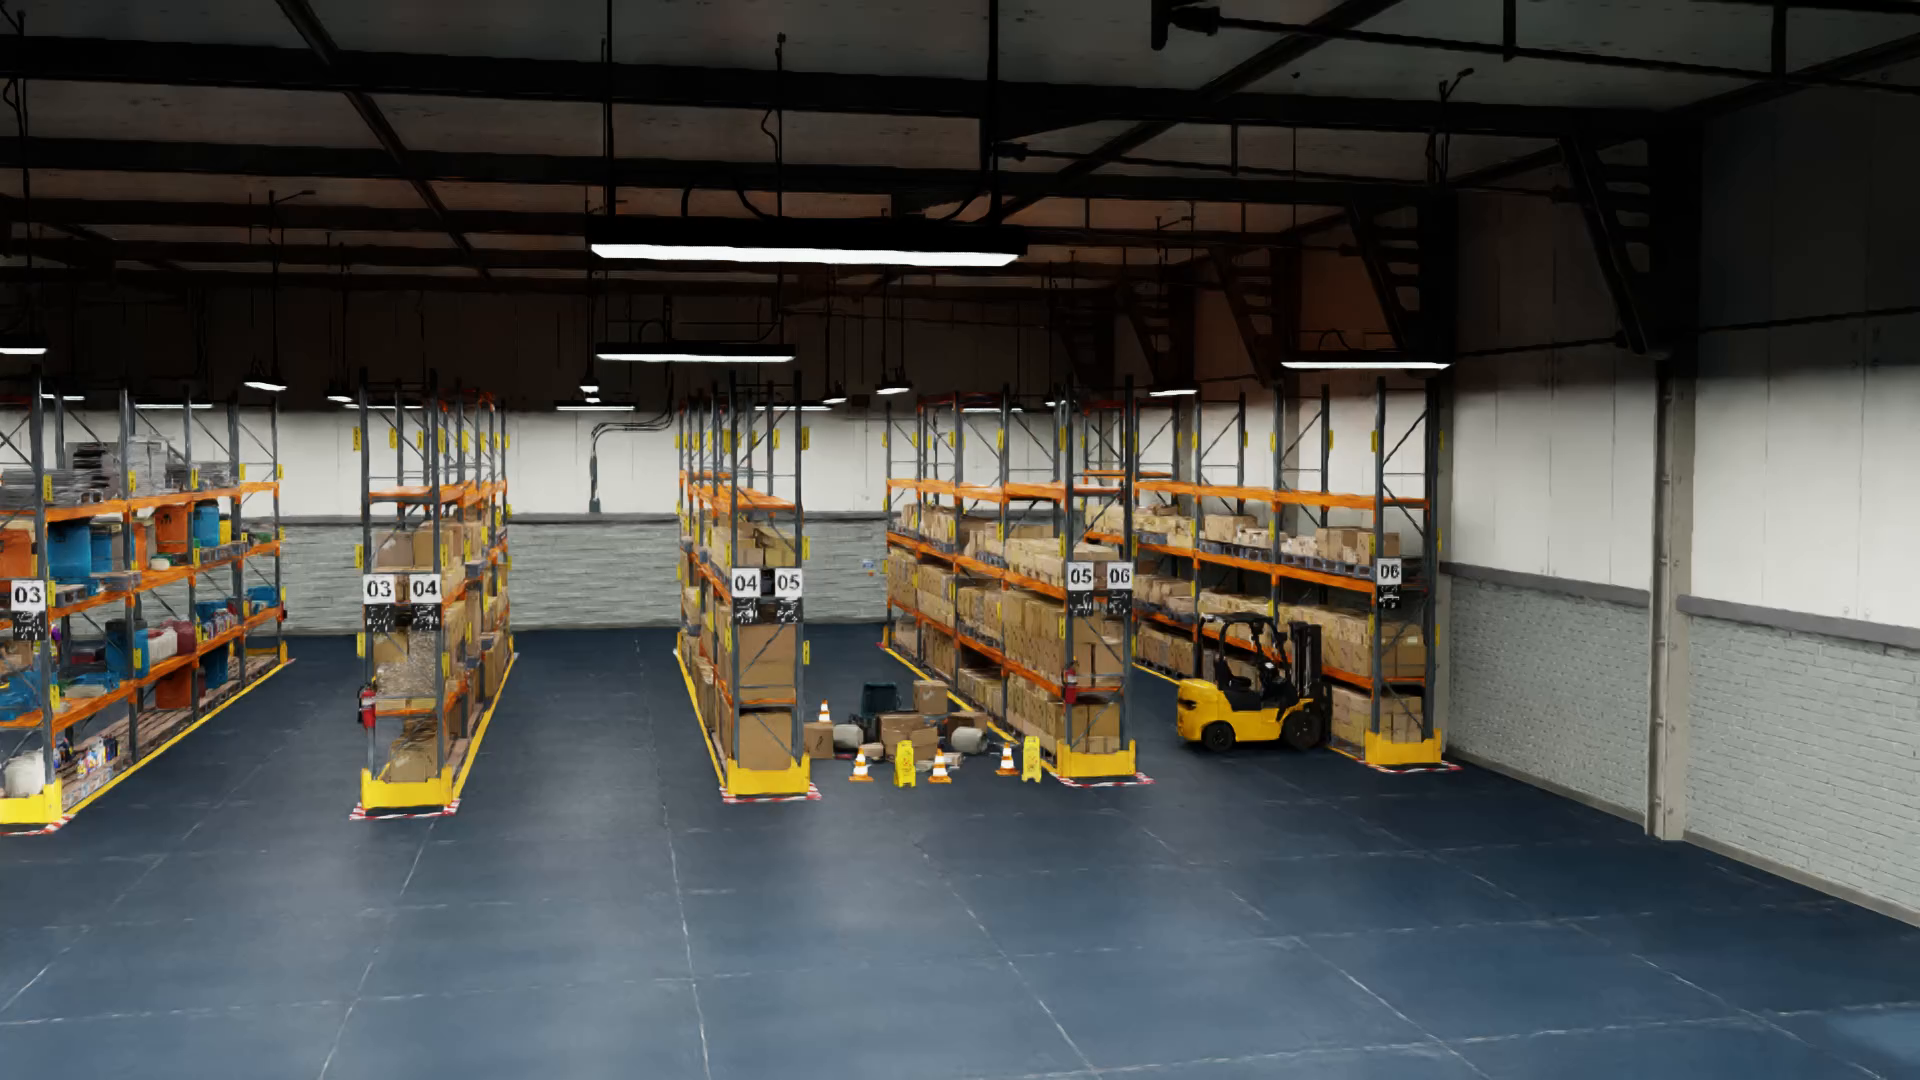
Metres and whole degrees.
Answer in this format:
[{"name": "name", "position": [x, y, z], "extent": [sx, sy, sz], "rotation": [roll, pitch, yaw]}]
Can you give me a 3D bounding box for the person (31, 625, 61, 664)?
[{"name": "person", "position": [-17.773, 2.223, 32.318], "extent": [0.589, 1.716, 1.032], "rotation": [-1, 3, -13]}]
